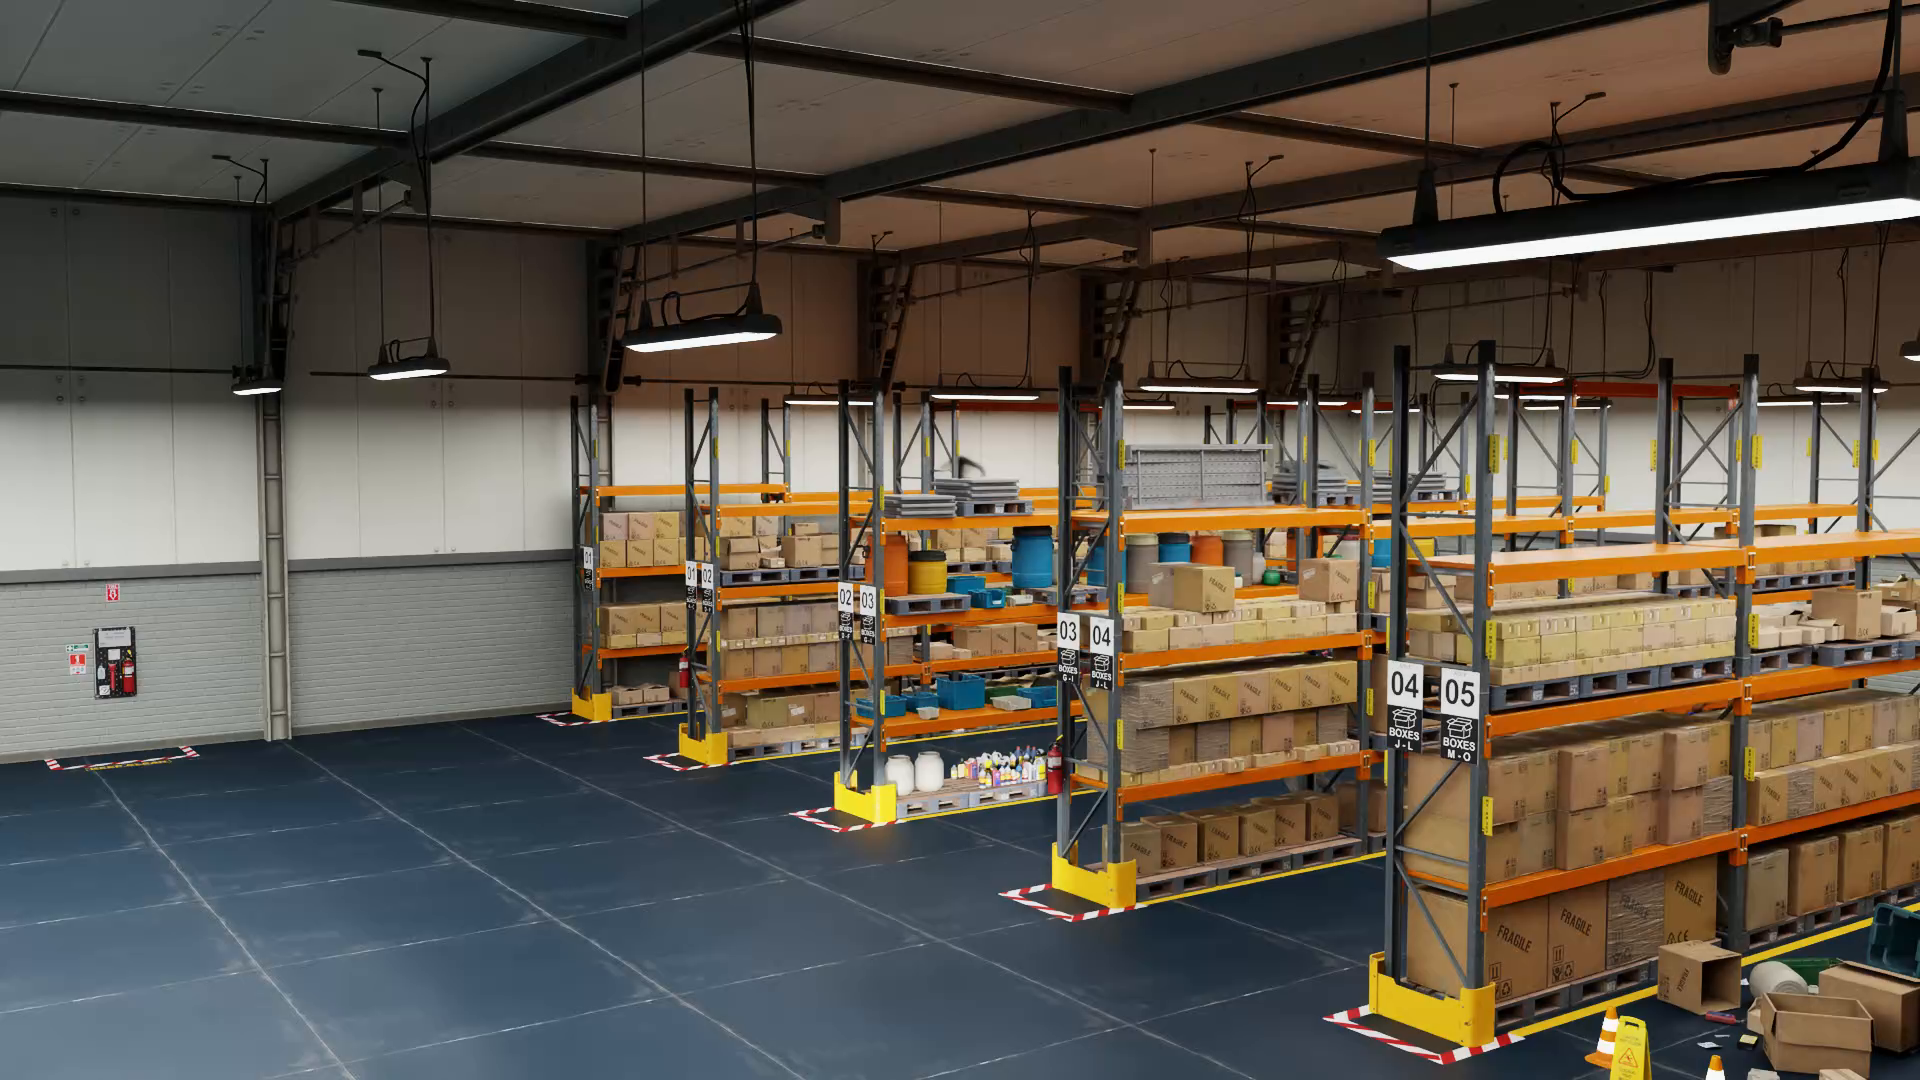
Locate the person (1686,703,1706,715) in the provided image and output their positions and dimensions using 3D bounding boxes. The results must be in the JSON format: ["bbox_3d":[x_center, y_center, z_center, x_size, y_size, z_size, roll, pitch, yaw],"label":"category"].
[{"bbox_3d":[10.152,2.972,22.988,0.781,1.680,0.684,-1,4,-21],"label":"person"}]

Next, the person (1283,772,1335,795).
[{"bbox_3d":[4.834,3.021,23.139,1.176,1.553,0.681,-1,4,-17],"label":"person"}]
